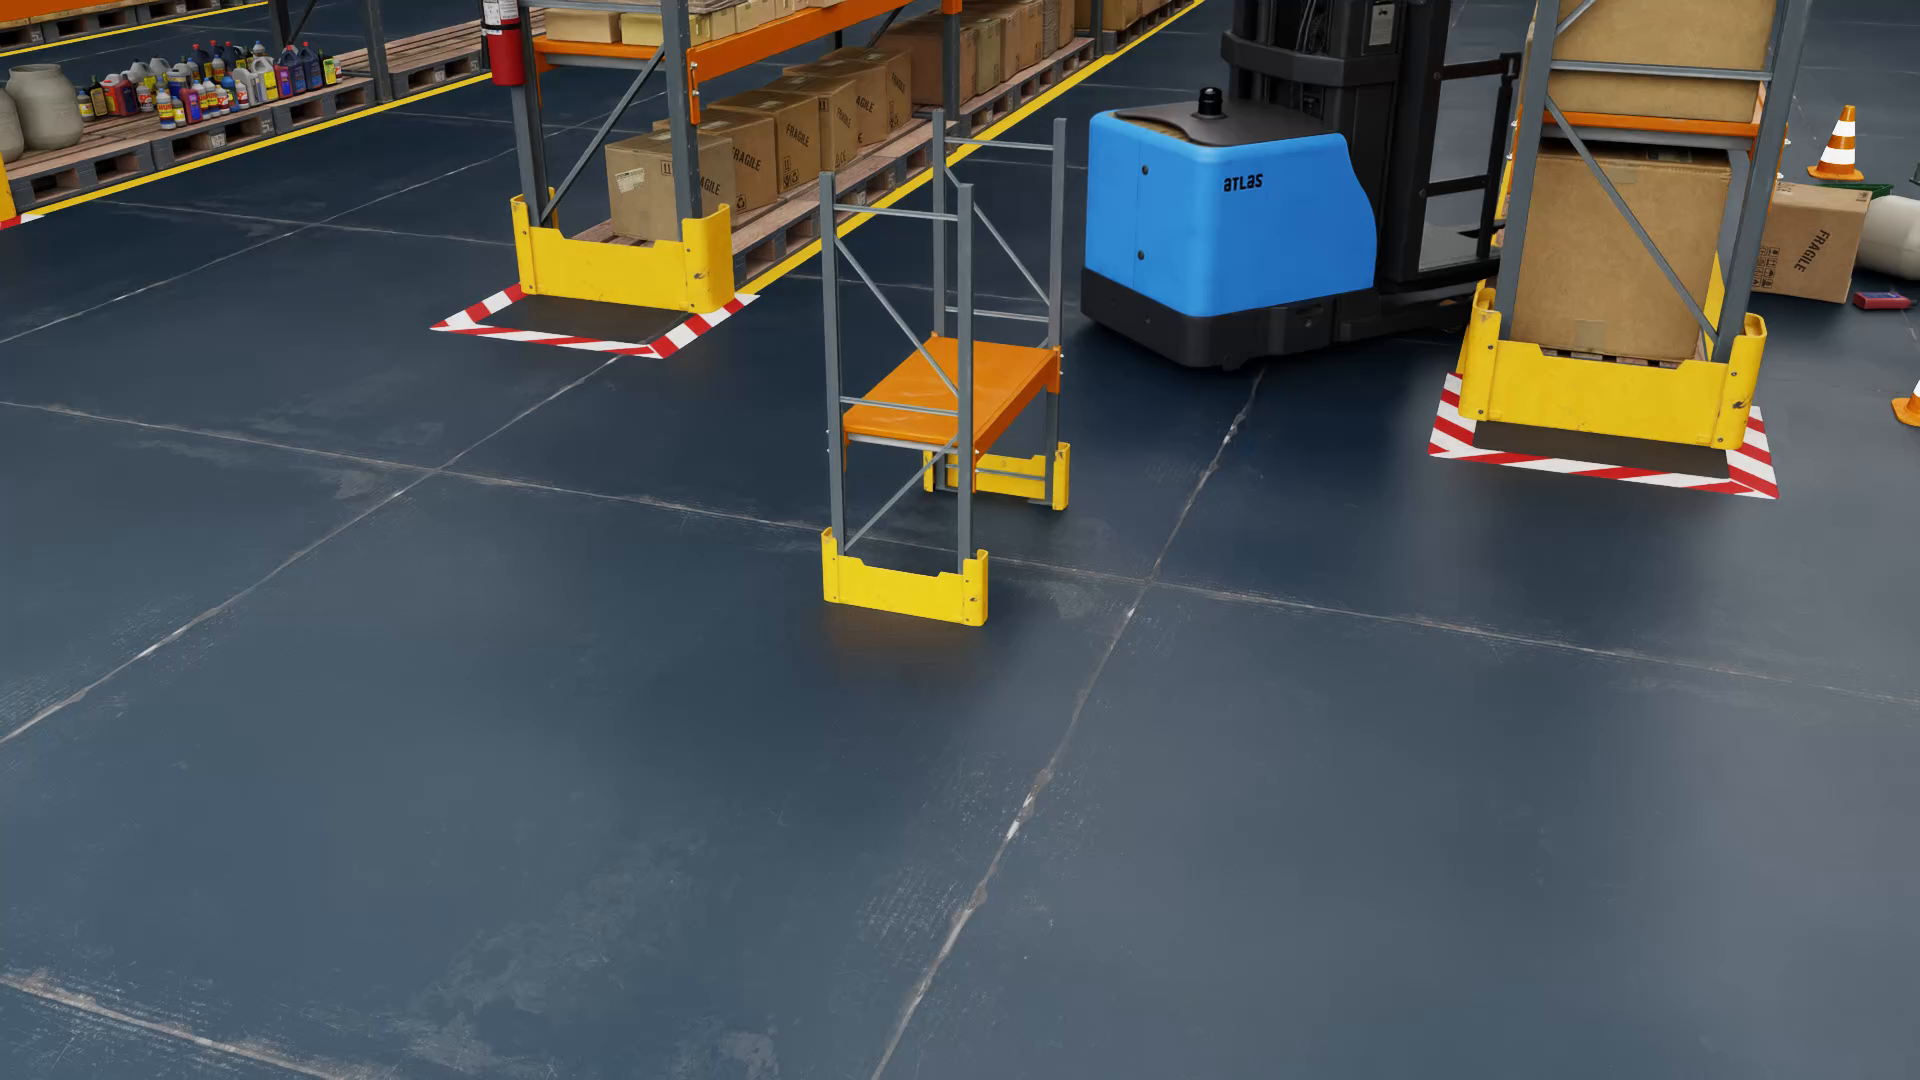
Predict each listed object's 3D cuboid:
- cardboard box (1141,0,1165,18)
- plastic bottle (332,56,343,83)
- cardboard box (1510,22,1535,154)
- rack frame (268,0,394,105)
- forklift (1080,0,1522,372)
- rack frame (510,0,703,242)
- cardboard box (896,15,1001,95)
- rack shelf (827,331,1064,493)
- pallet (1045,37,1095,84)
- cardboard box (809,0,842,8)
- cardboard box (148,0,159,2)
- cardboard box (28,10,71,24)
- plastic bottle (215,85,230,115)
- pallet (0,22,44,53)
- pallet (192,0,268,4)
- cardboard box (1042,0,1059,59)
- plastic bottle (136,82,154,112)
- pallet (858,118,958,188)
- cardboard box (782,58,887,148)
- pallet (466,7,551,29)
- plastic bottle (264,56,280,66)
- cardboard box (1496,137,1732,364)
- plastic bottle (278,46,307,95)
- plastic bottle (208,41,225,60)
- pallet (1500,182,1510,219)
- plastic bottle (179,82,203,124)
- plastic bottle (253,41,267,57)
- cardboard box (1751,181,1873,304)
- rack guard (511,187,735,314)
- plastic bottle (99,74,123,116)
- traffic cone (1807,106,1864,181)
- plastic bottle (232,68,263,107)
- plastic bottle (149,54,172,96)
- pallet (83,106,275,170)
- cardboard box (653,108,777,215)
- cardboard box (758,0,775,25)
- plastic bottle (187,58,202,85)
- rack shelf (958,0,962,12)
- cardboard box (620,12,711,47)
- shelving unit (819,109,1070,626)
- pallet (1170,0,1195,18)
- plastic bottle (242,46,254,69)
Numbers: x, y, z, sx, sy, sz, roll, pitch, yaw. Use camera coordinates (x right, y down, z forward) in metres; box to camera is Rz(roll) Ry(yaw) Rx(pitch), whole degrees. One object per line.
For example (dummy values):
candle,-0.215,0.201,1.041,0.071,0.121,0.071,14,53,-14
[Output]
cardboard box,1.391,-5.815,16.775,1.225,0.875,0.875,9,27,18
plastic bottle,-4.991,-3.756,13.271,0.097,0.201,0.097,0,26,0
cardboard box,4.272,-2.977,11.056,1.050,0.750,0.750,9,27,17
rack frame,-5.164,-5.011,13.158,1.000,3.000,0.127,9,27,17
forklift,2.161,-2.553,8.160,3.031,2.935,1.130,-13,29,-25
rack frame,-1.825,-2.649,8.280,1.000,3.000,0.127,9,27,17
cardboard box,-0.092,-3.809,13.038,0.700,0.500,0.500,9,27,17
rack shelf,-0.028,-0.478,5.929,0.538,0.185,1.000,9,27,17
pallet,0.576,-4.361,15.015,1.003,0.211,1.213,9,27,17
cardboard box,-0.914,-3.221,9.749,0.380,0.149,0.250,9,27,17
cardboard box,-8.616,-5.863,17.590,0.500,0.250,0.500,8,27,17
cardboard box,-9.125,-5.236,16.295,0.500,0.250,0.500,8,27,16
plastic bottle,-5.418,-3.229,12.183,0.097,0.201,0.097,0,26,0
pallet,-9.626,-4.785,15.890,1.003,0.211,1.213,9,27,17
pallet,-8.219,-6.421,19.270,1.003,0.211,1.213,9,27,17
cardboard box,0.461,-4.502,14.470,0.700,0.500,0.500,6,27,13
plastic bottle,-6.018,-3.271,12.269,0.097,0.201,0.097,0,26,0
pallet,-0.684,-2.757,11.702,1.003,0.211,1.213,9,27,17
cardboard box,-0.848,-2.962,11.312,0.500,0.500,0.500,19,32,34
pallet,-4.128,-5.087,16.515,1.003,0.211,1.213,9,27,17
plastic bottle,-5.319,-3.609,12.883,0.152,0.276,0.135,9,27,17
cardboard box,2.982,-1.410,7.675,0.875,0.875,0.875,9,27,18
plastic bottle,-5.171,-3.632,12.844,0.144,0.351,0.185,7,27,15
plastic bottle,-5.824,-3.746,13.079,0.144,0.351,0.185,10,27,19
pallet,3.823,-1.976,10.089,1.003,0.211,1.213,9,27,17
plastic bottle,-5.506,-3.133,11.892,0.061,0.283,0.133,9,27,18
plastic bottle,-5.684,-3.914,13.518,0.097,0.271,0.097,0,26,0
cardboard box,4.601,-1.622,9.023,0.500,0.500,0.500,14,29,26
rack guard,-1.799,-1.556,8.889,1.175,0.500,0.348,9,27,17
plastic bottle,-6.188,-3.258,12.157,0.152,0.276,0.135,9,27,18
traffic cone,6.020,-2.723,11.342,0.336,0.463,0.334,9,27,17
plastic bottle,-5.336,-3.399,12.449,0.152,0.276,0.135,9,27,18
plastic bottle,-6.028,-3.493,12.558,0.144,0.351,0.185,9,27,17
pallet,-5.831,-2.983,12.170,1.003,0.211,1.213,9,27,17
cardboard box,-1.434,-2.218,9.776,0.500,0.500,0.500,17,30,31
cardboard box,-1.243,-2.925,9.138,0.380,0.149,0.250,9,27,17
plastic bottle,-5.901,-3.567,12.800,0.097,0.271,0.097,0,26,0
rack shelf,0.172,-4.791,13.529,1.077,0.370,4.000,9,27,17
cardboard box,-1.505,-2.619,8.505,0.380,0.149,0.250,9,27,17
shelving unit,-0.025,-0.644,5.858,0.587,1.500,1.083,9,27,17
pallet,1.983,-5.998,18.395,1.003,0.211,1.213,9,27,17
plastic bottle,-5.665,-3.768,13.201,0.061,0.283,0.133,9,27,17
